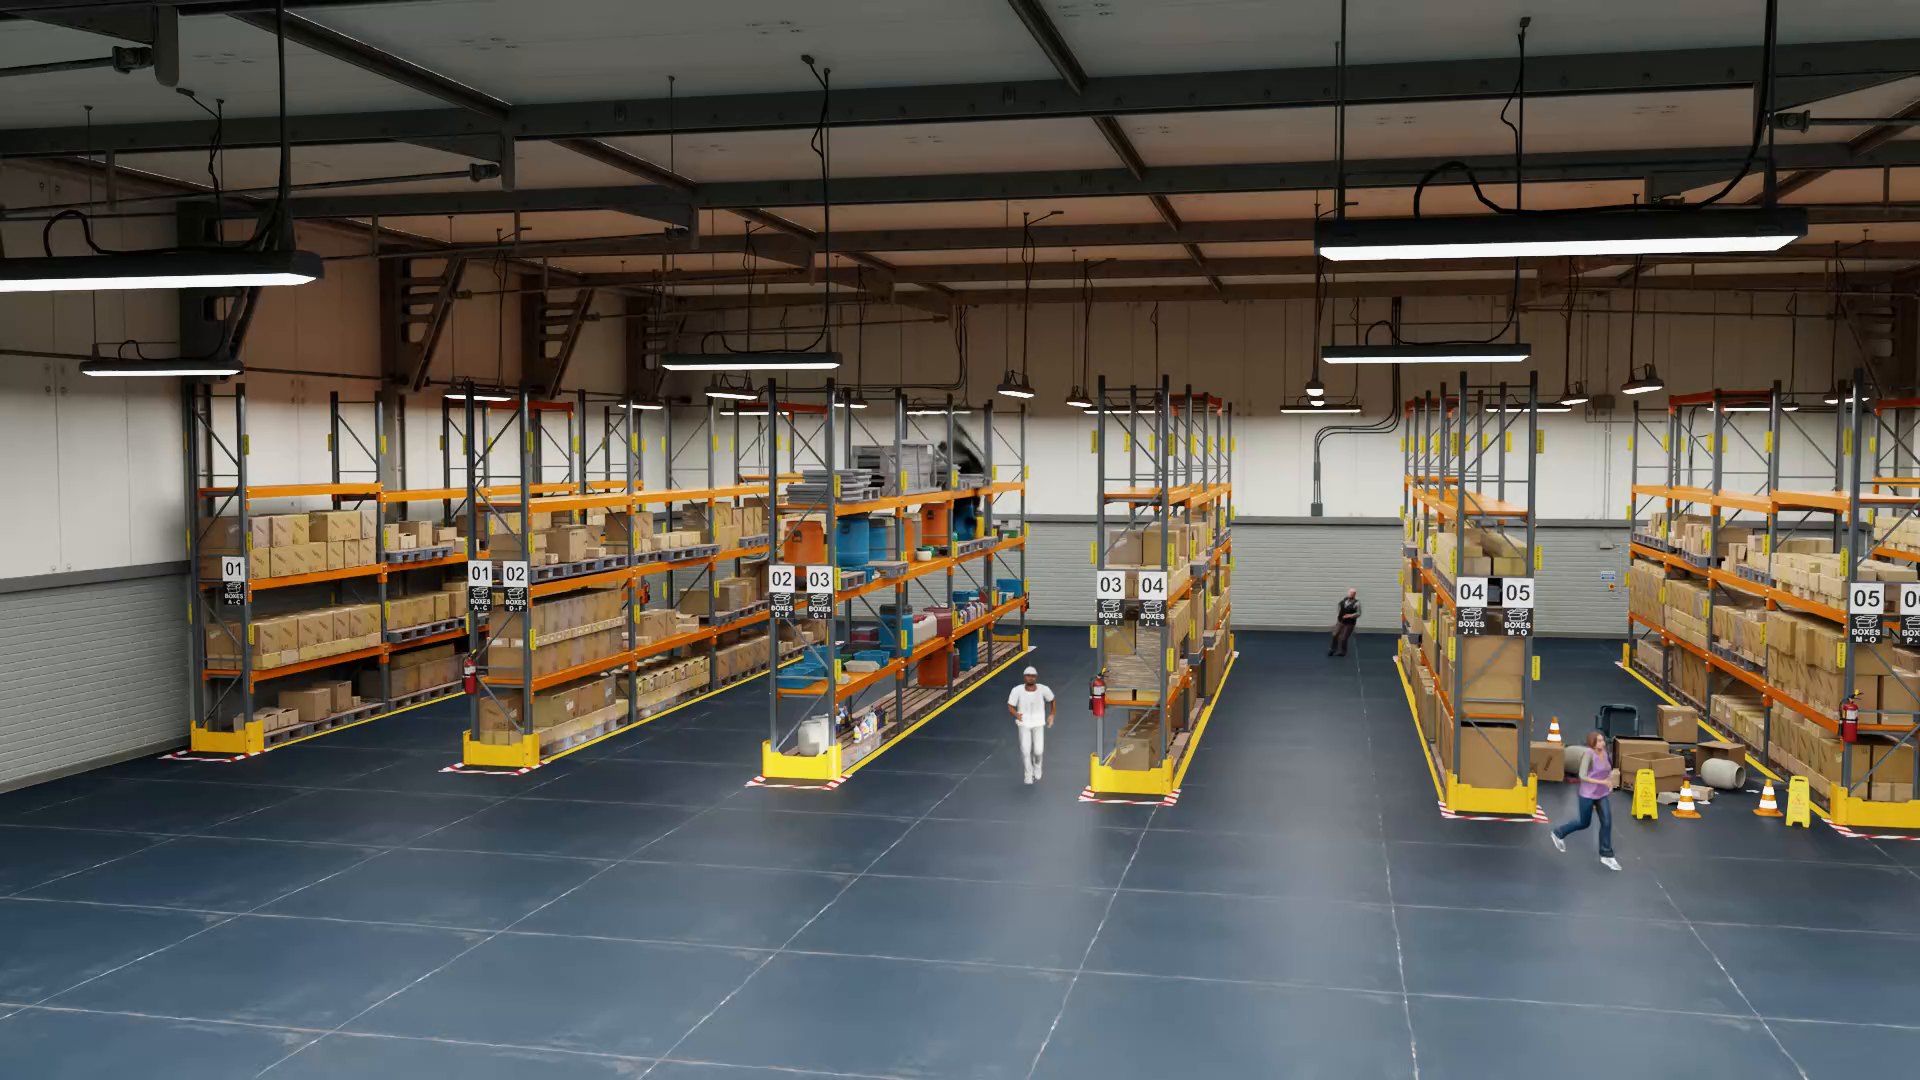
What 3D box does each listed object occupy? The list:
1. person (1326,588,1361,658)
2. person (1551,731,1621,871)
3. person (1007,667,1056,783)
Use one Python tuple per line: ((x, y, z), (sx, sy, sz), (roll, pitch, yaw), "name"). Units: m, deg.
((8.997, 1.950, 38.929), (0.834, 1.664, 0.678), (2, 4, 36), "person")
((7.526, 3.069, 19.868), (0.551, 1.603, 0.882), (-2, 4, -30), "person")
((1.064, 2.731, 24.509), (0.728, 1.730, 0.584), (0, 3, -1), "person")
